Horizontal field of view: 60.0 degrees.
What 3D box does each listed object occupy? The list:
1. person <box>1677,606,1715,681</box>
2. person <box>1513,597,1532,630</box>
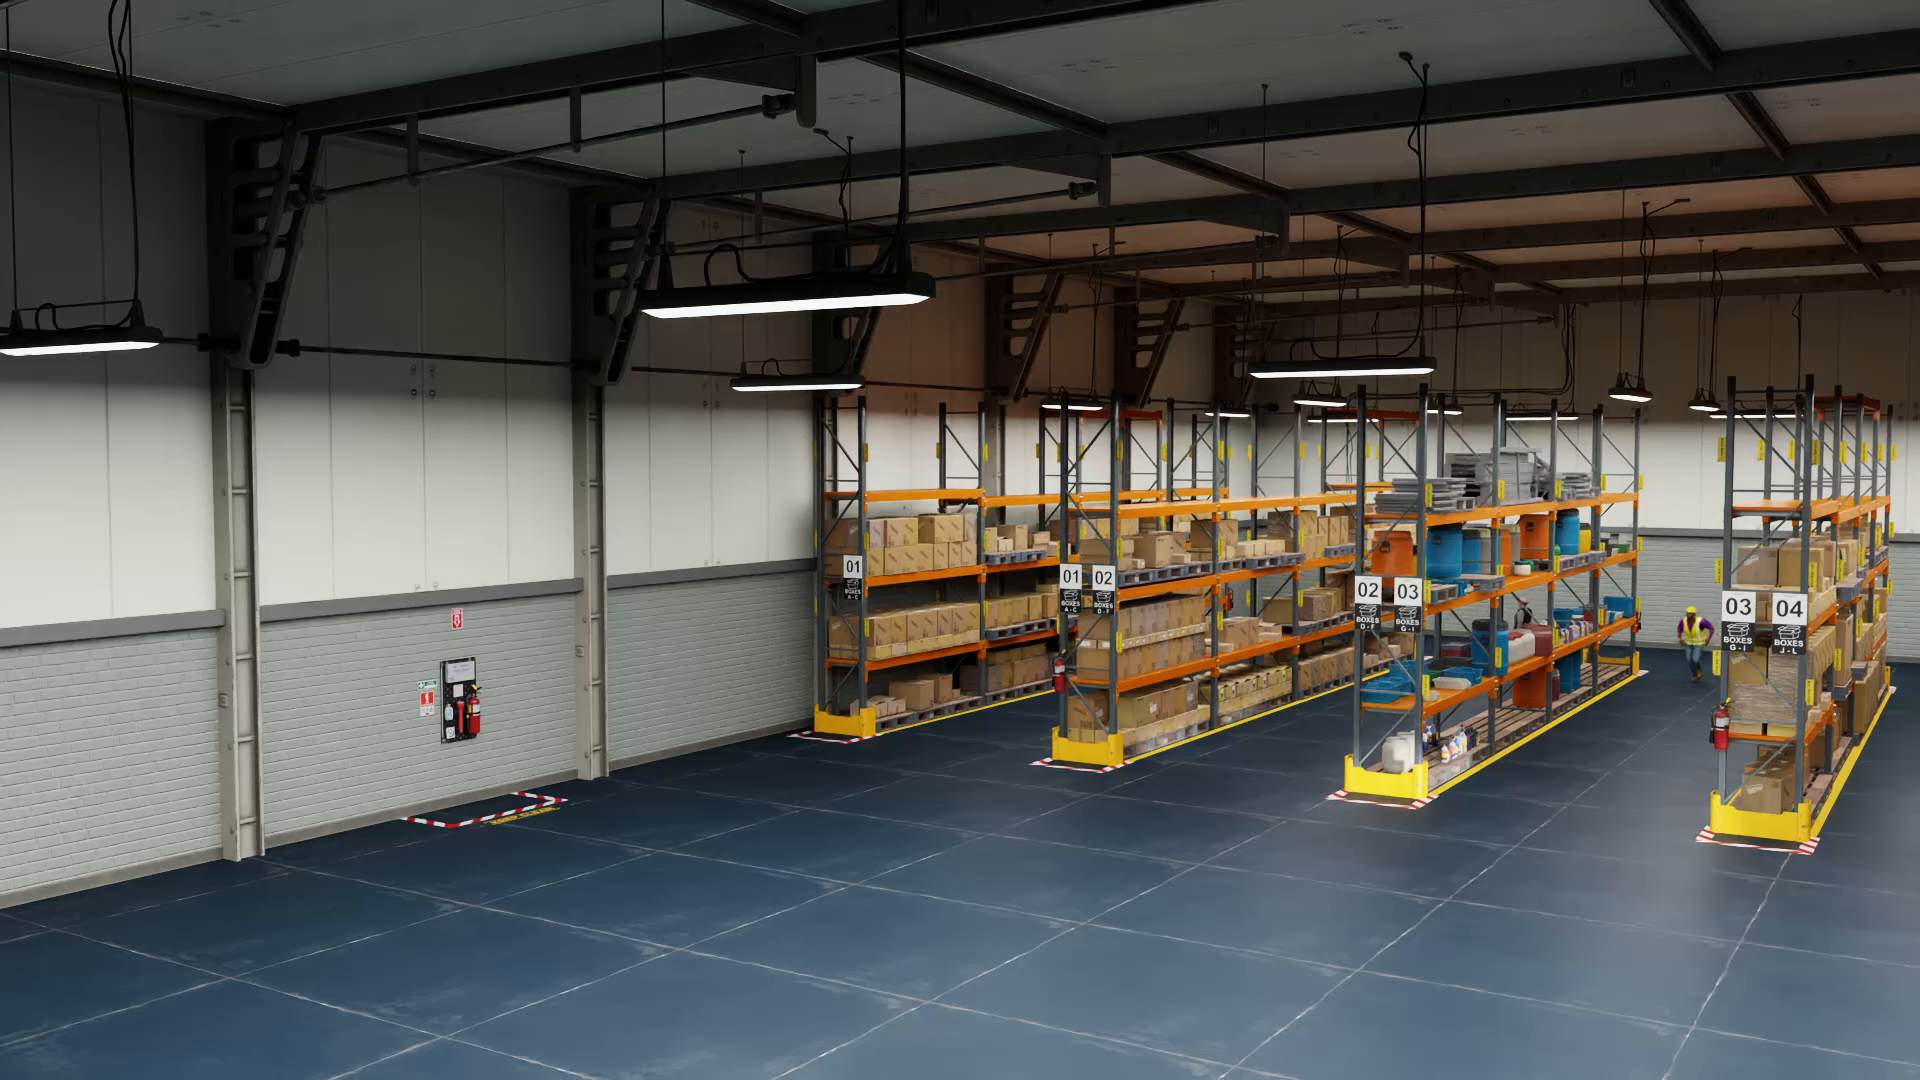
[{"bbox_3d":[16.024,2.264,36.222,0.756,1.668,0.733,3,4,41],"label":"person"},{"bbox_3d":[12.777,2.176,37.755,0.580,1.751,0.622,-2,4,-34],"label":"person"}]
